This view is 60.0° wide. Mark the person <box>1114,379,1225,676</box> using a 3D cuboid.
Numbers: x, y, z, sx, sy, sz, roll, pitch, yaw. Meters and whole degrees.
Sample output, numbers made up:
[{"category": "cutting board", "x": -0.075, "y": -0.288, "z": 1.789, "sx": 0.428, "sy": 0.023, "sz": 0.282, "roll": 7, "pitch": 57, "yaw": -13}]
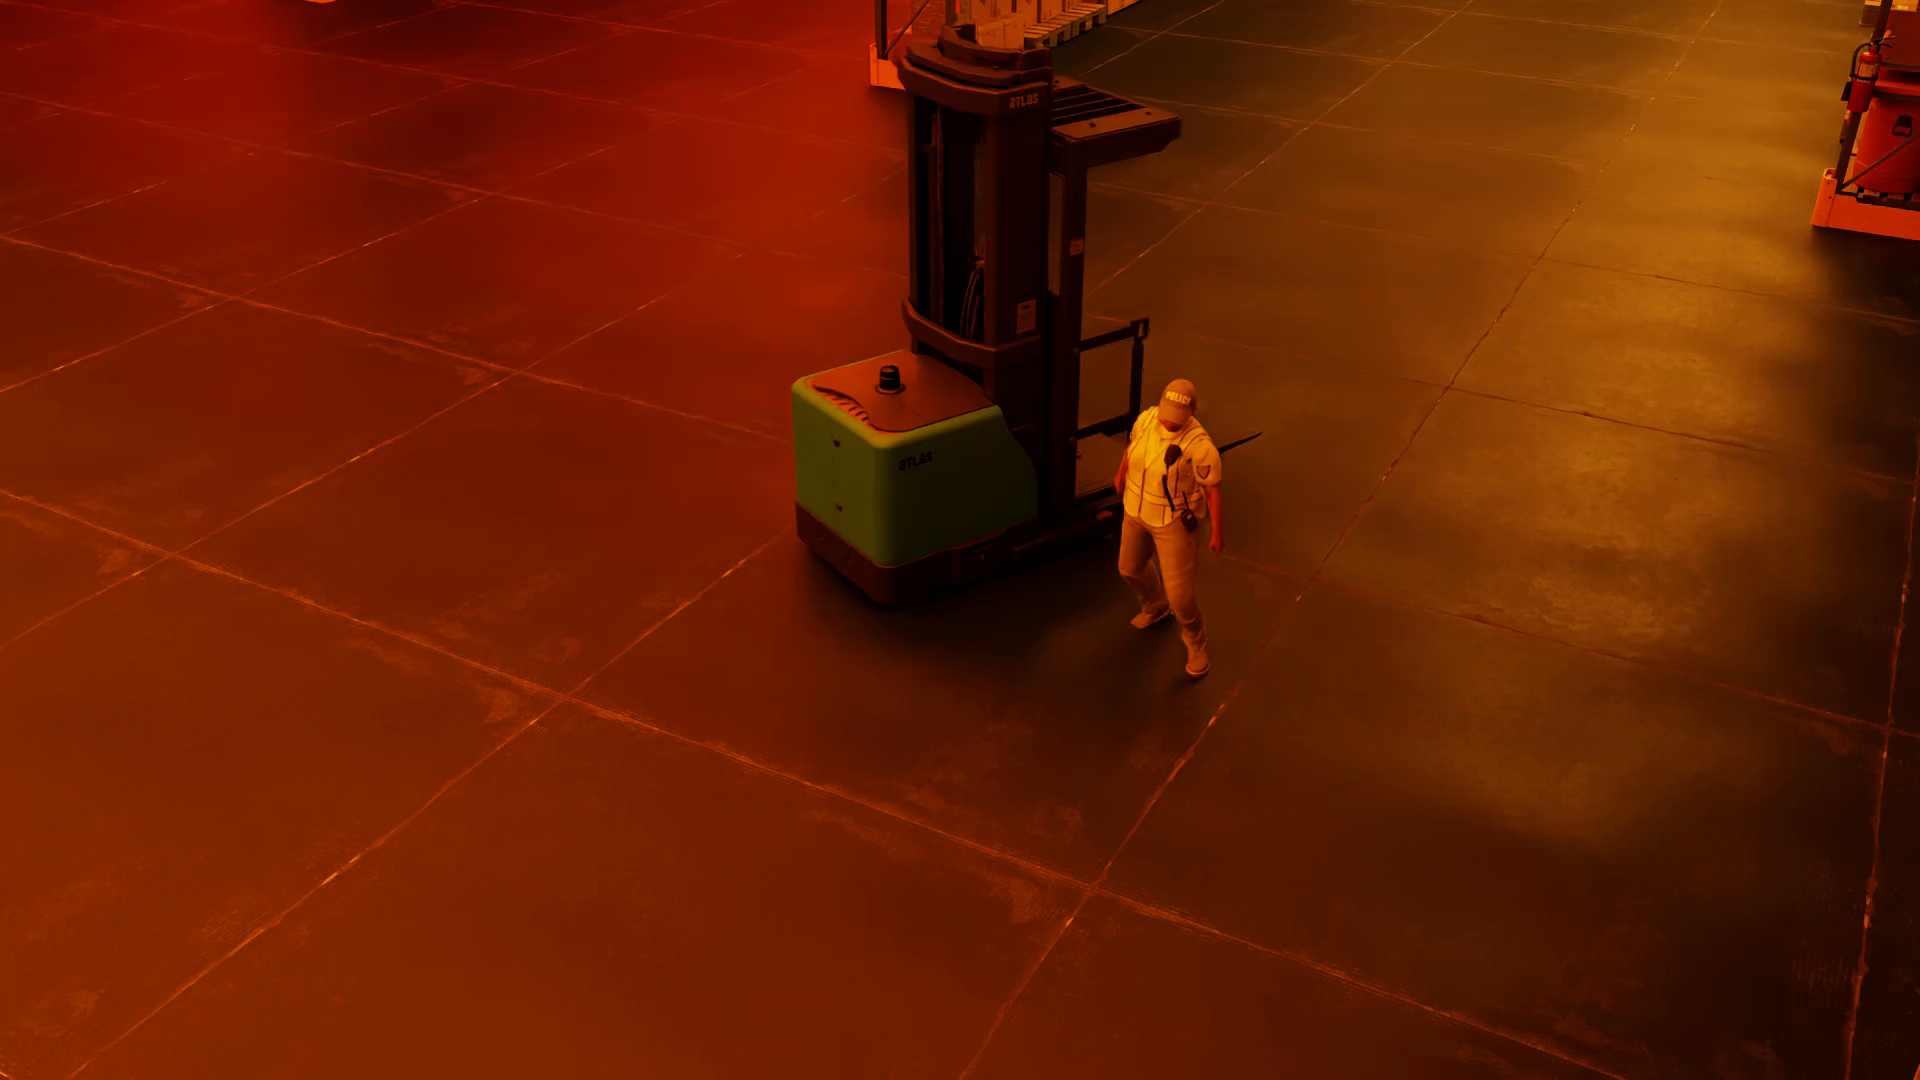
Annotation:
[{"category": "person", "x": 1.072, "y": -0.132, "z": 8.685, "sx": 0.498, "sy": 1.652, "sz": 0.817, "roll": -23, "pitch": 37, "yaw": -35}]

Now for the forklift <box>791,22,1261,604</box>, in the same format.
[{"category": "forklift", "x": 0.522, "y": -1.477, "z": 9.629, "sx": 3.031, "sy": 2.935, "sz": 1.130, "roll": -19, "pitch": 35, "yaw": -30}]
